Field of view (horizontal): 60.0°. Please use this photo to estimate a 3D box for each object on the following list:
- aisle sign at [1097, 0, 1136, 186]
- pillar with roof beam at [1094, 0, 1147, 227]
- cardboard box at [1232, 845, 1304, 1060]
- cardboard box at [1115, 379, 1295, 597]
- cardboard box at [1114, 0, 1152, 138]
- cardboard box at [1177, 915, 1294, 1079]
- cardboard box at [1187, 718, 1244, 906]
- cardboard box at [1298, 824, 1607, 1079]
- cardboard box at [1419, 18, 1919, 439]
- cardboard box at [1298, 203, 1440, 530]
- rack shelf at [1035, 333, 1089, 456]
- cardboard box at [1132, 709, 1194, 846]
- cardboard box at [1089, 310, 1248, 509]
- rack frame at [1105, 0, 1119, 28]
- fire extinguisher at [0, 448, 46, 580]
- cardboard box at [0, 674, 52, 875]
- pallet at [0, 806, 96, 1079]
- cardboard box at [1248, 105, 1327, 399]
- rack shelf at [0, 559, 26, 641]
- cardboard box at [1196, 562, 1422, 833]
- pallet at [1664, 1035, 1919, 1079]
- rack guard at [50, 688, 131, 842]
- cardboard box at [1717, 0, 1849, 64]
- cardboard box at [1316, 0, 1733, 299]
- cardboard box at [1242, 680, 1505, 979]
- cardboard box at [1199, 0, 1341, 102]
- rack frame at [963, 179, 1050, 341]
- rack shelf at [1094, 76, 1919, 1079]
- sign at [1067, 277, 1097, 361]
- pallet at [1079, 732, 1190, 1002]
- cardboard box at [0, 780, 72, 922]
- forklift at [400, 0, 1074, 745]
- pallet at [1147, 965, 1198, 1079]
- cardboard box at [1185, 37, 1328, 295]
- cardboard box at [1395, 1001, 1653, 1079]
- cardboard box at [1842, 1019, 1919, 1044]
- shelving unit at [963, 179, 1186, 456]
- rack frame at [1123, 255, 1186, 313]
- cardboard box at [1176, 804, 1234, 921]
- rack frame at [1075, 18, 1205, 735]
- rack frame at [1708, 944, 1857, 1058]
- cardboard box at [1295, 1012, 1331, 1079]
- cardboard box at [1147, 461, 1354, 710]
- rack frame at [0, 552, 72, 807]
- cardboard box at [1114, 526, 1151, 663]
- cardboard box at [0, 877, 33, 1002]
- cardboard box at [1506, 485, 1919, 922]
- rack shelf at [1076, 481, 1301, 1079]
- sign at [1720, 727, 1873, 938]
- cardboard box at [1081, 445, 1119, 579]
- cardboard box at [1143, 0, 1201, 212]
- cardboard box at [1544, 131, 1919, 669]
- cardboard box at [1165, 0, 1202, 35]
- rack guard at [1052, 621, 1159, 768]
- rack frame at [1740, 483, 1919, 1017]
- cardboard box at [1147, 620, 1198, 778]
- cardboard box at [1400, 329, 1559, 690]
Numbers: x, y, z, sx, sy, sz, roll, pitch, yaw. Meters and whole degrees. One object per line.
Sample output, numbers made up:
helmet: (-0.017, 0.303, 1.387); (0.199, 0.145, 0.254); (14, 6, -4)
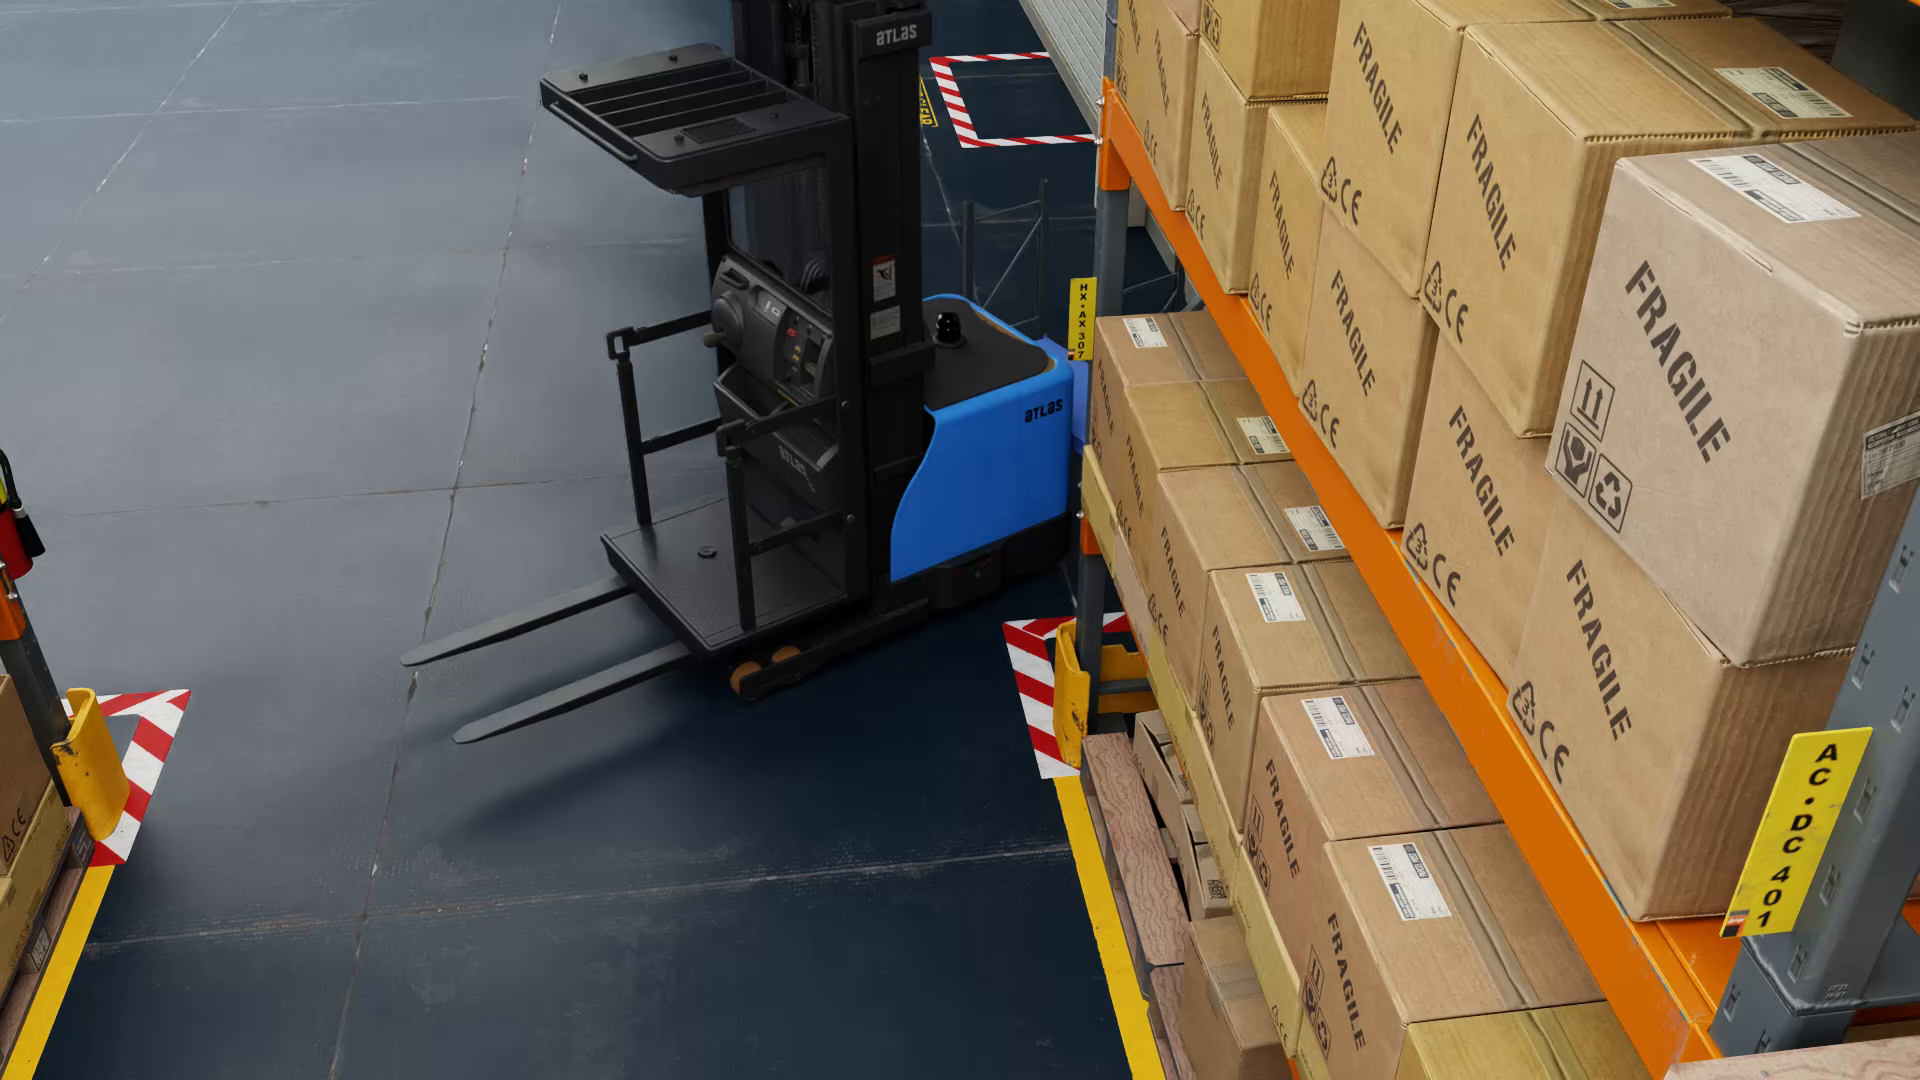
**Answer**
aisle sign: (0.672, -1.567, 5.578); (0.394, 0.787, 0.004); (-4, 35, -6)
pillar with roof beam: (-3.142, -5.652, 8.552); (9.100, 9.000, 0.400); (-4, 35, -6)
cardboard box: (1.011, 1.011, 4.219); (0.500, 0.250, 0.500); (-5, 35, -7)
cardboard box: (0.802, -0.166, 5.280); (0.500, 0.500, 0.500); (-4, 35, -6)
cardboard box: (0.777, -1.559, 5.104); (0.500, 0.500, 0.500); (-4, 34, -5)
cardboard box: (1.109, 1.500, 5.215); (0.700, 0.500, 0.500); (-6, 35, -9)
cardboard box: (0.943, 0.730, 4.630); (0.500, 0.250, 0.500); (-4, 34, -6)
cardboard box: (1.074, 0.982, 3.595); (0.500, 0.500, 0.500); (-5, 35, -7)
cardboard box: (1.097, -0.511, 2.679); (0.500, 0.500, 0.500); (-3, 34, -4)
cardboard box: (1.037, -0.385, 3.381); (0.500, 0.500, 0.500); (-6, 35, -8)
rack shelf: (0.519, -0.688, 8.247); (0.538, 0.185, 1.000); (-21, 40, -28)
cardboard box: (0.983, 0.847, 6.341); (0.500, 0.311, 0.500); (-8, 35, -12)
cardboard box: (0.746, -0.443, 5.685); (0.500, 0.500, 0.500); (-4, 35, -6)
rack frame: (0.979, -2.955, 4.595); (1.000, 3.000, 0.127); (-4, 35, -6)
fire extinguisher: (-3.484, -0.167, 5.901); (0.296, 0.674, 0.183); (-4, 35, -6)
cardboard box: (-3.562, 0.831, 5.770); (0.500, 0.500, 0.500); (-4, 35, -6)
pallet: (-3.785, 1.477, 5.894); (1.003, 0.211, 1.213); (-4, 35, -6)
cardboard box: (0.980, -0.670, 3.799); (0.500, 0.500, 0.500); (-2, 34, -3)
rack shelf: (-3.660, 1.315, 4.296); (1.077, 0.370, 4.000); (-4, 35, -6)
cardboard box: (0.947, 0.410, 4.434); (0.500, 0.500, 0.500); (-3, 34, -5)
pallet: (1.495, 0.947, 1.700); (1.213, 0.211, 1.003); (-4, 35, -6)
rack guard: (-3.932, 0.921, 6.454); (1.175, 0.500, 0.348); (-4, 35, -6)
cardboard box: (1.485, -1.095, 3.536); (0.500, 0.500, 0.500); (-4, 35, -6)
cardboard box: (1.016, -0.800, 3.103); (0.500, 0.500, 0.500); (-6, 35, -8)
cardboard box: (1.017, 0.700, 4.009); (0.500, 0.500, 0.500); (-5, 35, -8)
cardboard box: (0.888, -1.376, 3.947); (0.500, 0.500, 0.500); (-3, 34, -5)
rack frame: (0.228, -1.071, 8.490); (0.500, 1.500, 0.032); (-21, 40, -28)
rack shelf: (1.248, -0.302, 4.004); (1.077, 0.370, 4.000); (-4, 35, -6)
sign: (0.442, -0.792, 5.980); (0.100, 0.325, 0.005); (-4, 35, -6)
pallet: (1.064, 1.175, 6.338); (1.003, 0.211, 1.213); (-4, 35, -6)
cardboard box: (-3.564, 1.141, 5.980); (0.500, 0.250, 0.500); (-4, 35, -6)
forklift: (-0.966, -0.854, 6.900); (3.031, 2.935, 1.130); (-22, 40, -28)
pallet: (1.225, 1.854, 5.341); (1.003, 0.211, 1.213); (-4, 35, -6)
cardboard box: (0.887, -0.967, 4.236); (0.500, 0.500, 0.500); (-3, 34, -4)
cardboard box: (1.147, 1.260, 3.187); (0.500, 0.500, 0.500); (-4, 35, -6)
cardboard box: (1.661, 1.222, 3.242); (0.500, 0.500, 0.500); (-5, 35, -7)
shelving unit: (0.519, -0.836, 8.145); (0.538, 1.500, 1.048); (-21, 40, -28)
rack frame: (0.810, -0.602, 7.801); (0.500, 1.500, 0.032); (-21, 40, -28)
cardboard box: (1.060, 1.165, 5.874); (0.500, 0.311, 0.500); (-2, 34, -2)
rack frame: (0.979, -0.476, 6.284); (1.000, 3.000, 0.127); (-4, 35, -6)
rack frame: (1.517, 1.757, 3.009); (1.000, 3.000, 0.127); (-4, 35, -6)
cardboard box: (1.094, 1.290, 3.809); (0.500, 0.250, 0.500); (-4, 35, -6)
cardboard box: (0.865, 0.123, 4.856); (0.500, 0.500, 0.500); (-5, 35, -8)
rack frame: (-3.929, -0.098, 5.731); (1.000, 3.000, 0.127); (-4, 35, -6)
cardboard box: (0.814, 0.163, 5.462); (0.500, 0.250, 0.500); (-5, 35, -8)
cardboard box: (-3.485, 1.419, 5.572); (0.500, 0.250, 0.500); (-4, 35, -6)
cardboard box: (1.204, 0.203, 2.518); (0.500, 0.500, 0.500); (-3, 34, -5)
rack shelf: (1.248, 0.938, 4.849); (1.077, 0.370, 4.000); (-4, 35, -6)
sign: (0.981, 0.349, 1.952); (0.100, 0.325, 0.005); (-4, 35, -6)
cardboard box: (0.730, -0.126, 5.886); (0.500, 0.250, 0.500); (-5, 35, -8)
cardboard box: (0.813, -1.257, 4.660); (0.500, 0.500, 0.500); (-2, 34, -3)
cardboard box: (1.181, -0.205, 2.229); (0.500, 0.500, 0.500); (-7, 35, -10)
cardboard box: (0.808, -1.661, 4.365); (0.500, 0.500, 0.500); (-5, 35, -7)
rack guard: (0.990, 0.600, 6.926); (1.175, 0.500, 0.348); (-4, 35, -6)
rack frame: (1.517, -0.723, 1.319); (1.000, 3.000, 0.127); (-4, 35, -6)
cardboard box: (0.877, 0.448, 5.045); (0.500, 0.250, 0.500); (-5, 35, -7)
cardboard box: (1.149, -0.079, 2.932); (0.500, 0.500, 0.500); (-7, 35, -10)
